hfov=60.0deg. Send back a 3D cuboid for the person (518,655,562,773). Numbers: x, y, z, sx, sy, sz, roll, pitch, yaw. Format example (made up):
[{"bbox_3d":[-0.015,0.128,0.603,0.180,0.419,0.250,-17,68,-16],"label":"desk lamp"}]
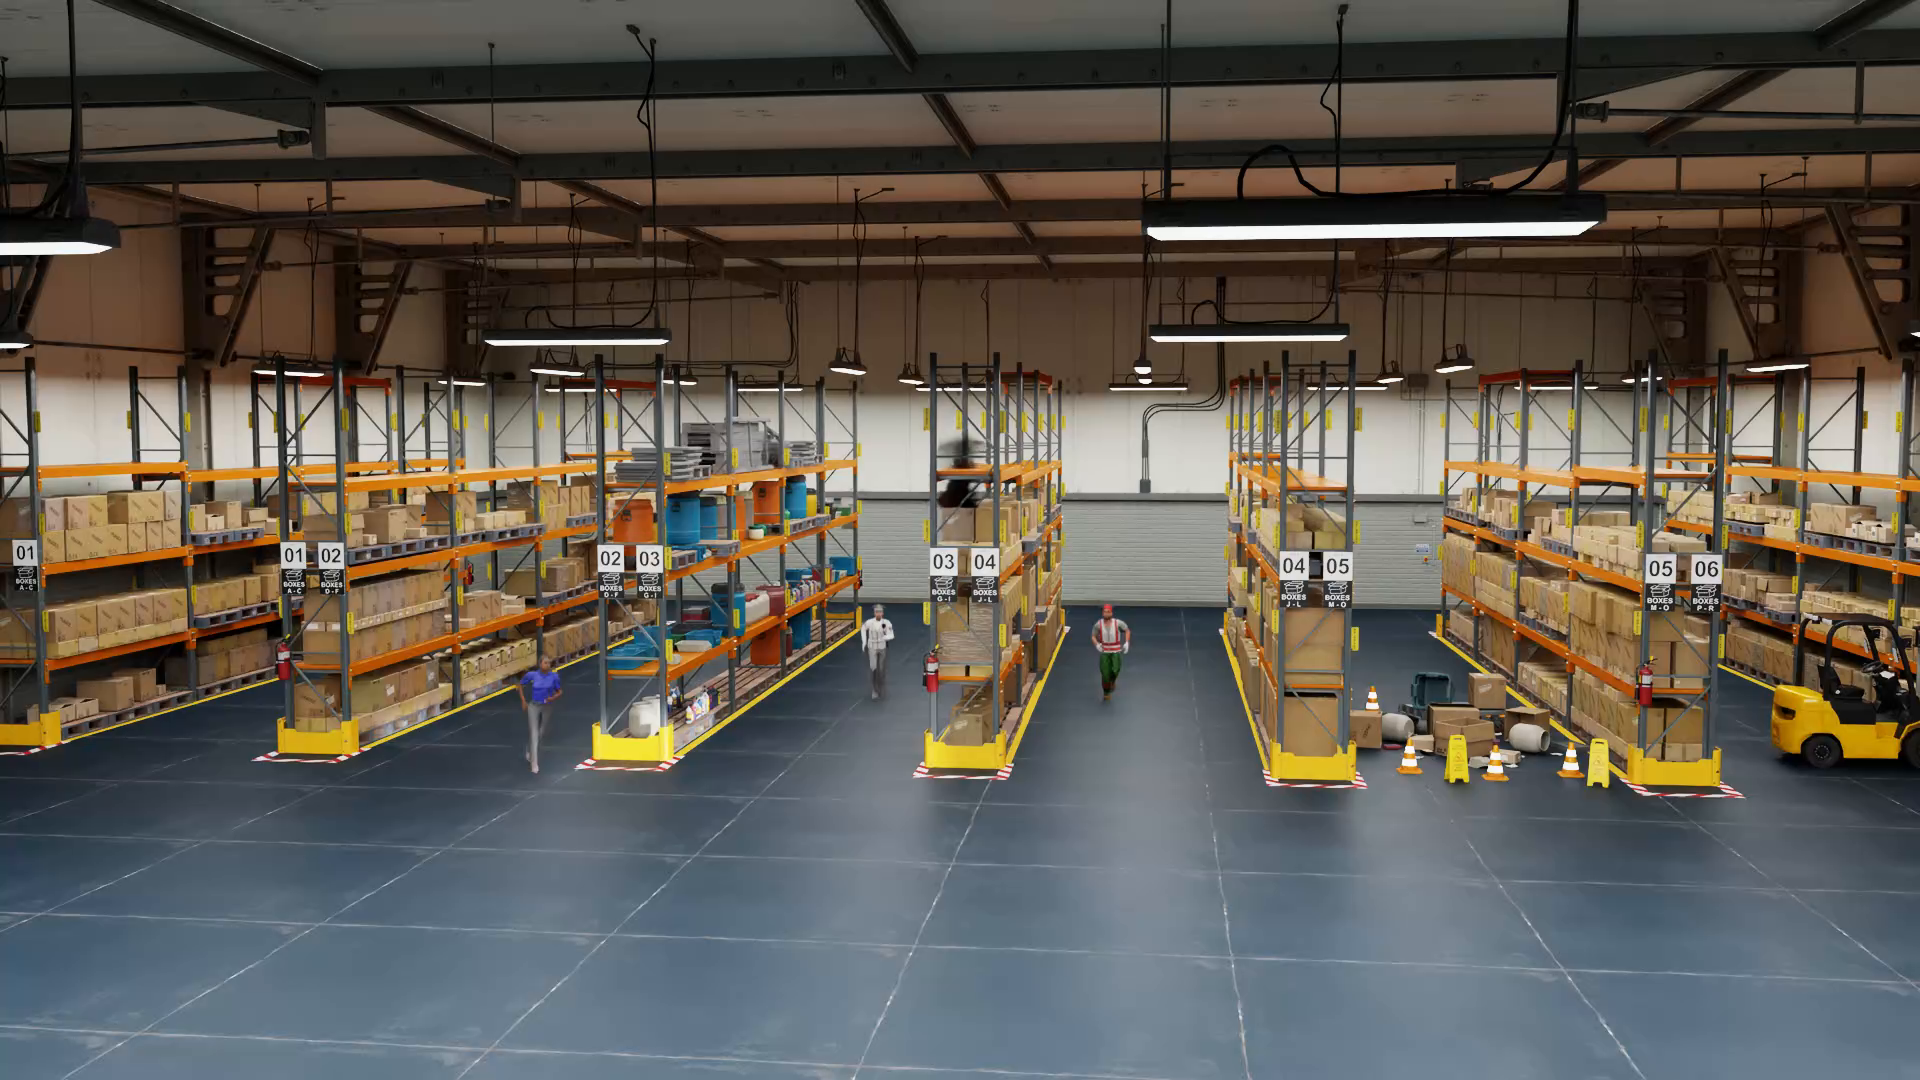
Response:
[{"bbox_3d":[-6.097,2.554,24.213,0.601,1.585,0.838,-2,5,-28],"label":"person"}]

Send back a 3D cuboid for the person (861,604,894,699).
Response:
[{"bbox_3d":[-1.493,2.023,30.280,0.573,1.738,0.812,0,4,-7],"label":"person"}]

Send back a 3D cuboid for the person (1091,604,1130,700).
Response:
[{"bbox_3d":[2.693,2.025,29.854,0.693,1.740,0.654,1,4,8],"label":"person"}]
